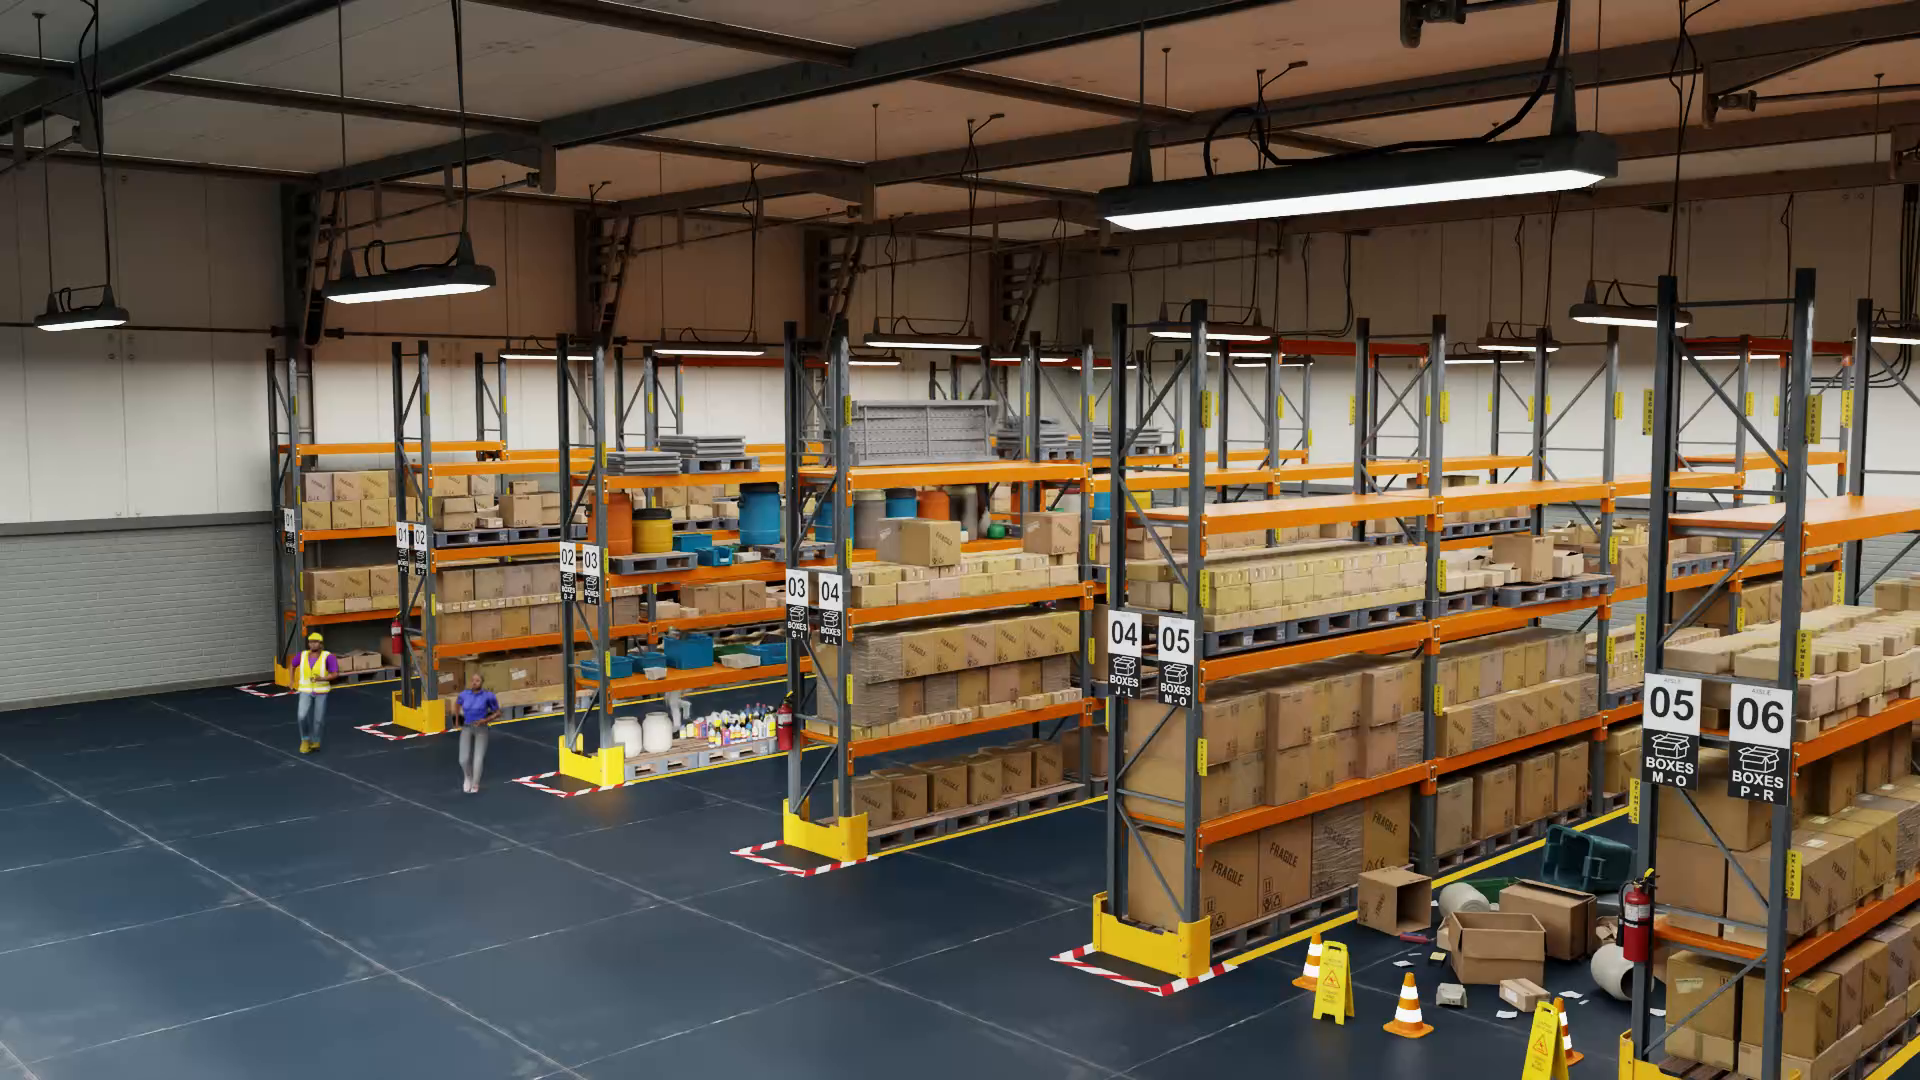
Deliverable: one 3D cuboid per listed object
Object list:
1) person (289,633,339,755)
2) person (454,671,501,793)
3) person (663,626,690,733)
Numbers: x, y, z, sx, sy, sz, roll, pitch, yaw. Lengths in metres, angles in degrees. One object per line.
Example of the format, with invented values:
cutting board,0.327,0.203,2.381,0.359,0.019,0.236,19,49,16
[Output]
person,-9.360,2.214,24.092,0.691,1.751,0.663,-1,5,-16
person,-6.269,2.538,21.572,0.618,1.518,0.585,0,5,-3
person,-4.327,2.135,25.713,0.603,1.635,0.593,3,6,34
